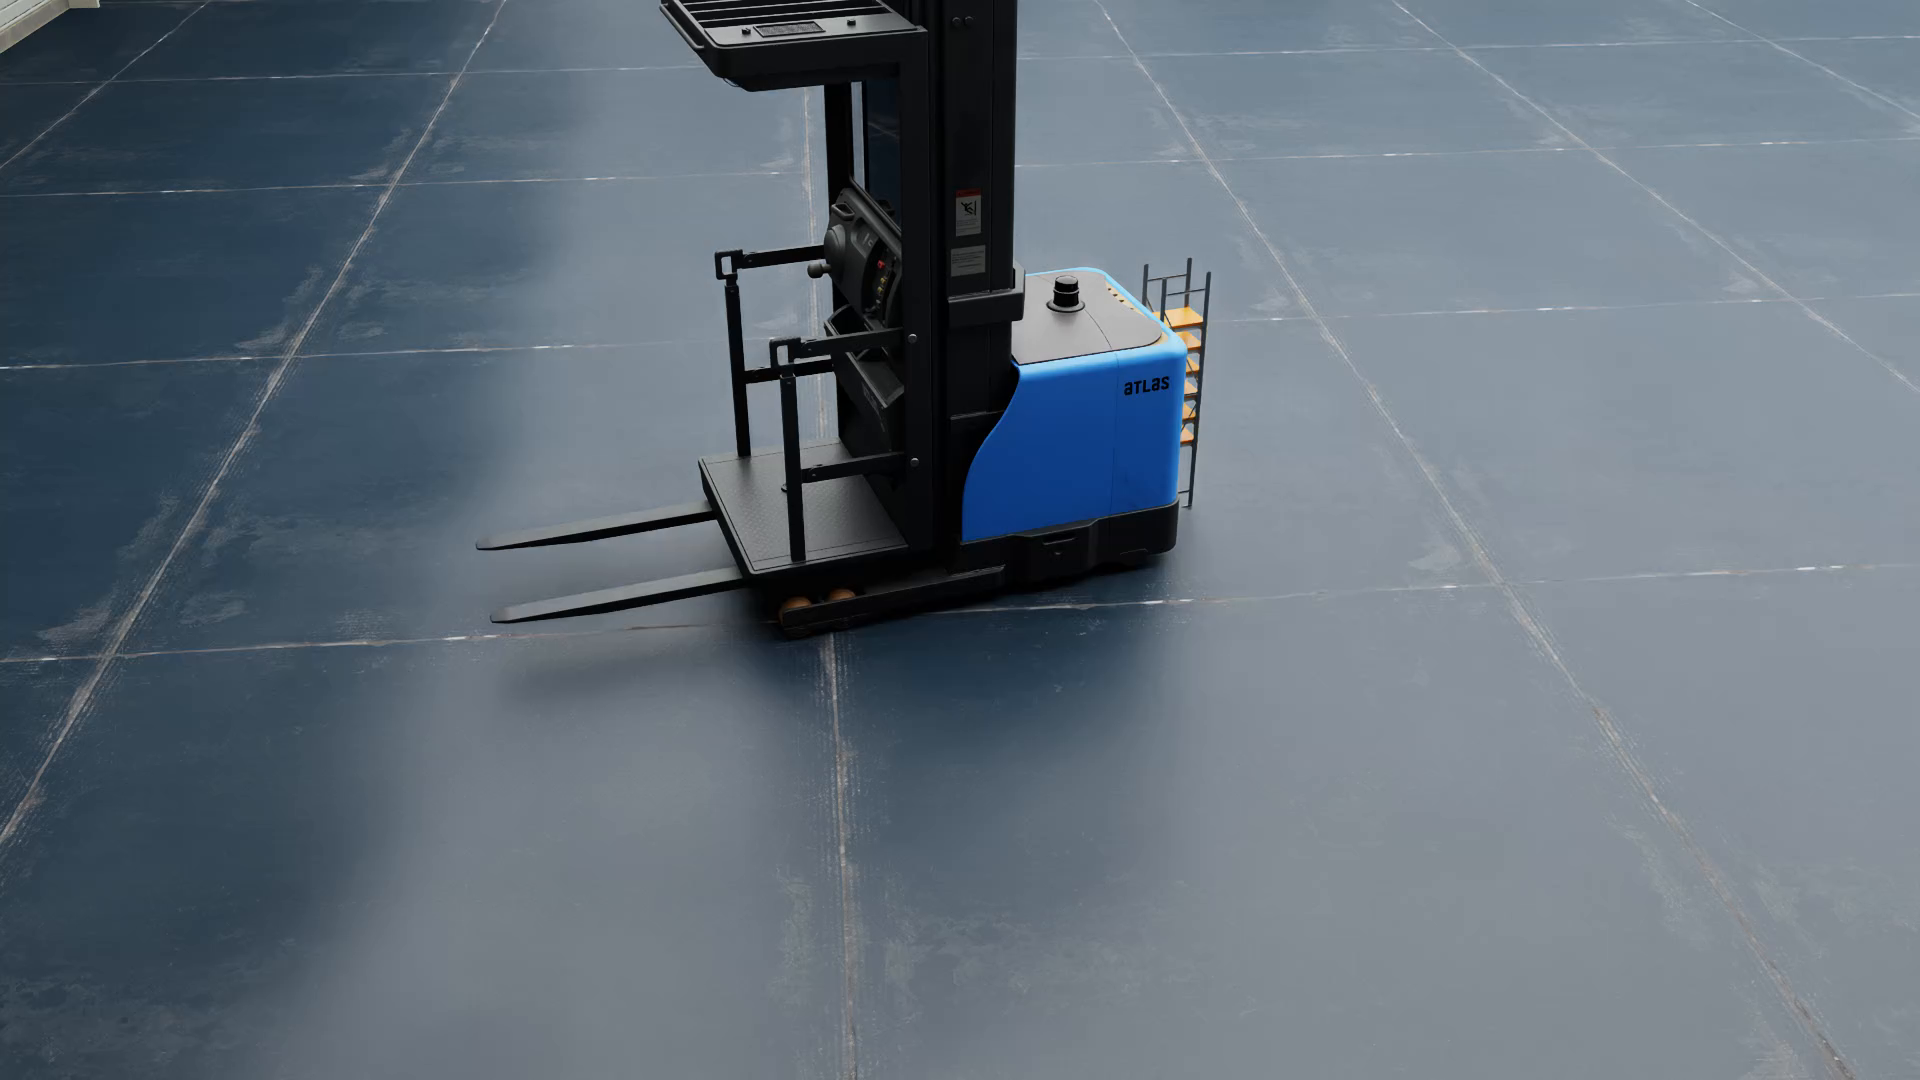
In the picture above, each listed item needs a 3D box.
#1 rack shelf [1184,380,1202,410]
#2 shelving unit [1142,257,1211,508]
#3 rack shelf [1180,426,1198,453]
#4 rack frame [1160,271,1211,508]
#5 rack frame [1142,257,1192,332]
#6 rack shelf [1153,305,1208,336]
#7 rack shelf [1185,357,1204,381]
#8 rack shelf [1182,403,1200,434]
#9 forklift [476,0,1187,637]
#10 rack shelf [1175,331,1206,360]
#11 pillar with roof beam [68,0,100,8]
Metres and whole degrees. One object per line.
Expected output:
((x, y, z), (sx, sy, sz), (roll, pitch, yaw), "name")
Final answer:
((0.975, -0.666, 7.782), (0.258, 0.103, 0.180), (-11, 33, -18), "rack shelf")
((0.975, -0.704, 7.759), (0.258, 1.200, 0.189), (-11, 33, -18), "shelving unit")
((0.975, -0.460, 7.905), (0.258, 0.103, 0.180), (-11, 33, -18), "rack shelf")
((1.007, -0.660, 7.686), (0.240, 1.200, 0.006), (-11, 33, -18), "rack frame")
((0.942, -0.748, 7.832), (0.240, 1.200, 0.006), (-11, 33, -18), "rack frame")
((0.975, -0.975, 7.597), (0.258, 0.103, 0.180), (-11, 33, -18), "rack shelf")
((0.975, -0.769, 7.720), (0.258, 0.103, 0.180), (-11, 33, -18), "rack shelf")
((0.975, -0.563, 7.843), (0.258, 0.103, 0.180), (-11, 33, -18), "rack shelf")
((-0.587, -1.152, 6.821), (3.031, 2.935, 1.130), (-10, 32, -17), "forklift")
((0.975, -0.872, 7.659), (0.258, 0.103, 0.180), (-11, 33, -18), "rack shelf")
((-4.545, -9.512, 14.900), (9.100, 9.000, 0.400), (-3, 31, -5), "pillar with roof beam")
